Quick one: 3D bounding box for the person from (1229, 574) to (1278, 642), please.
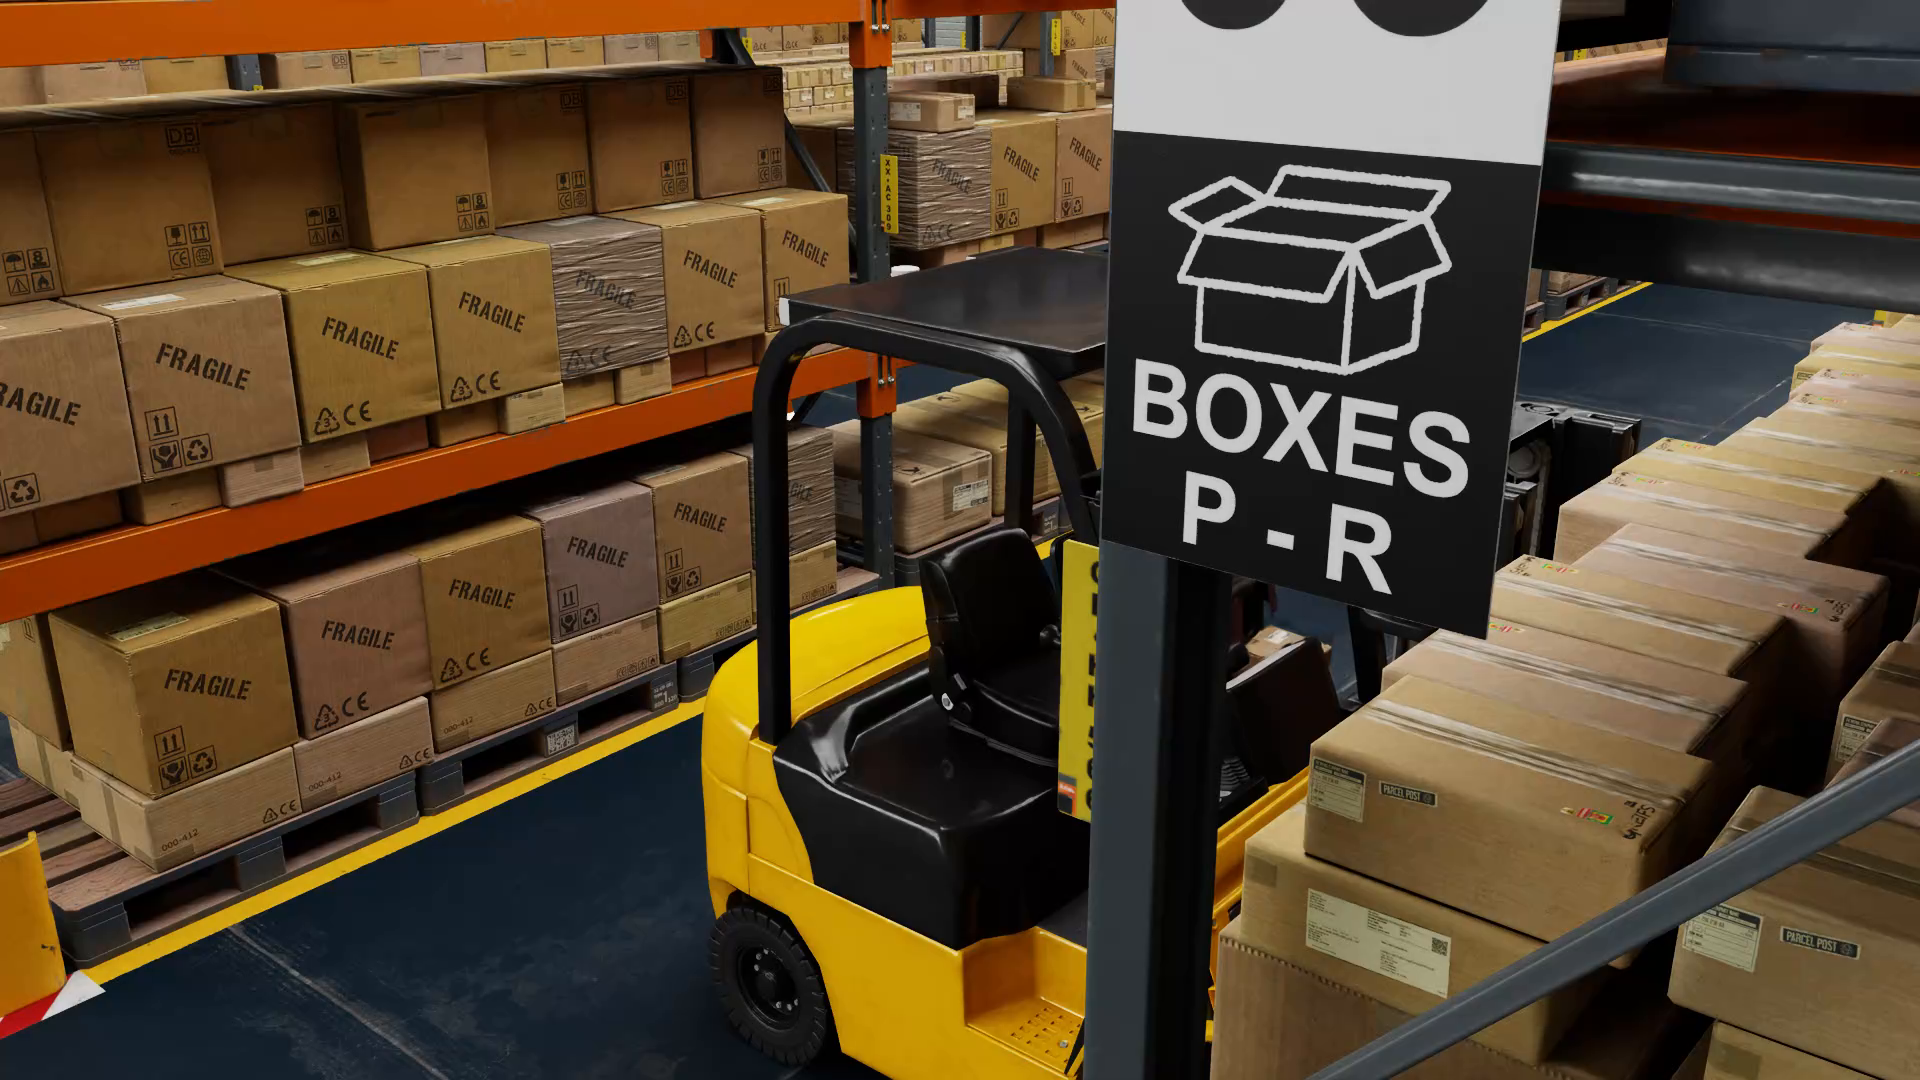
[{"bbox_3d":[0.927,0.082,5.865,0.424,1.777,0.591,15,25,35],"label":"person"}]
